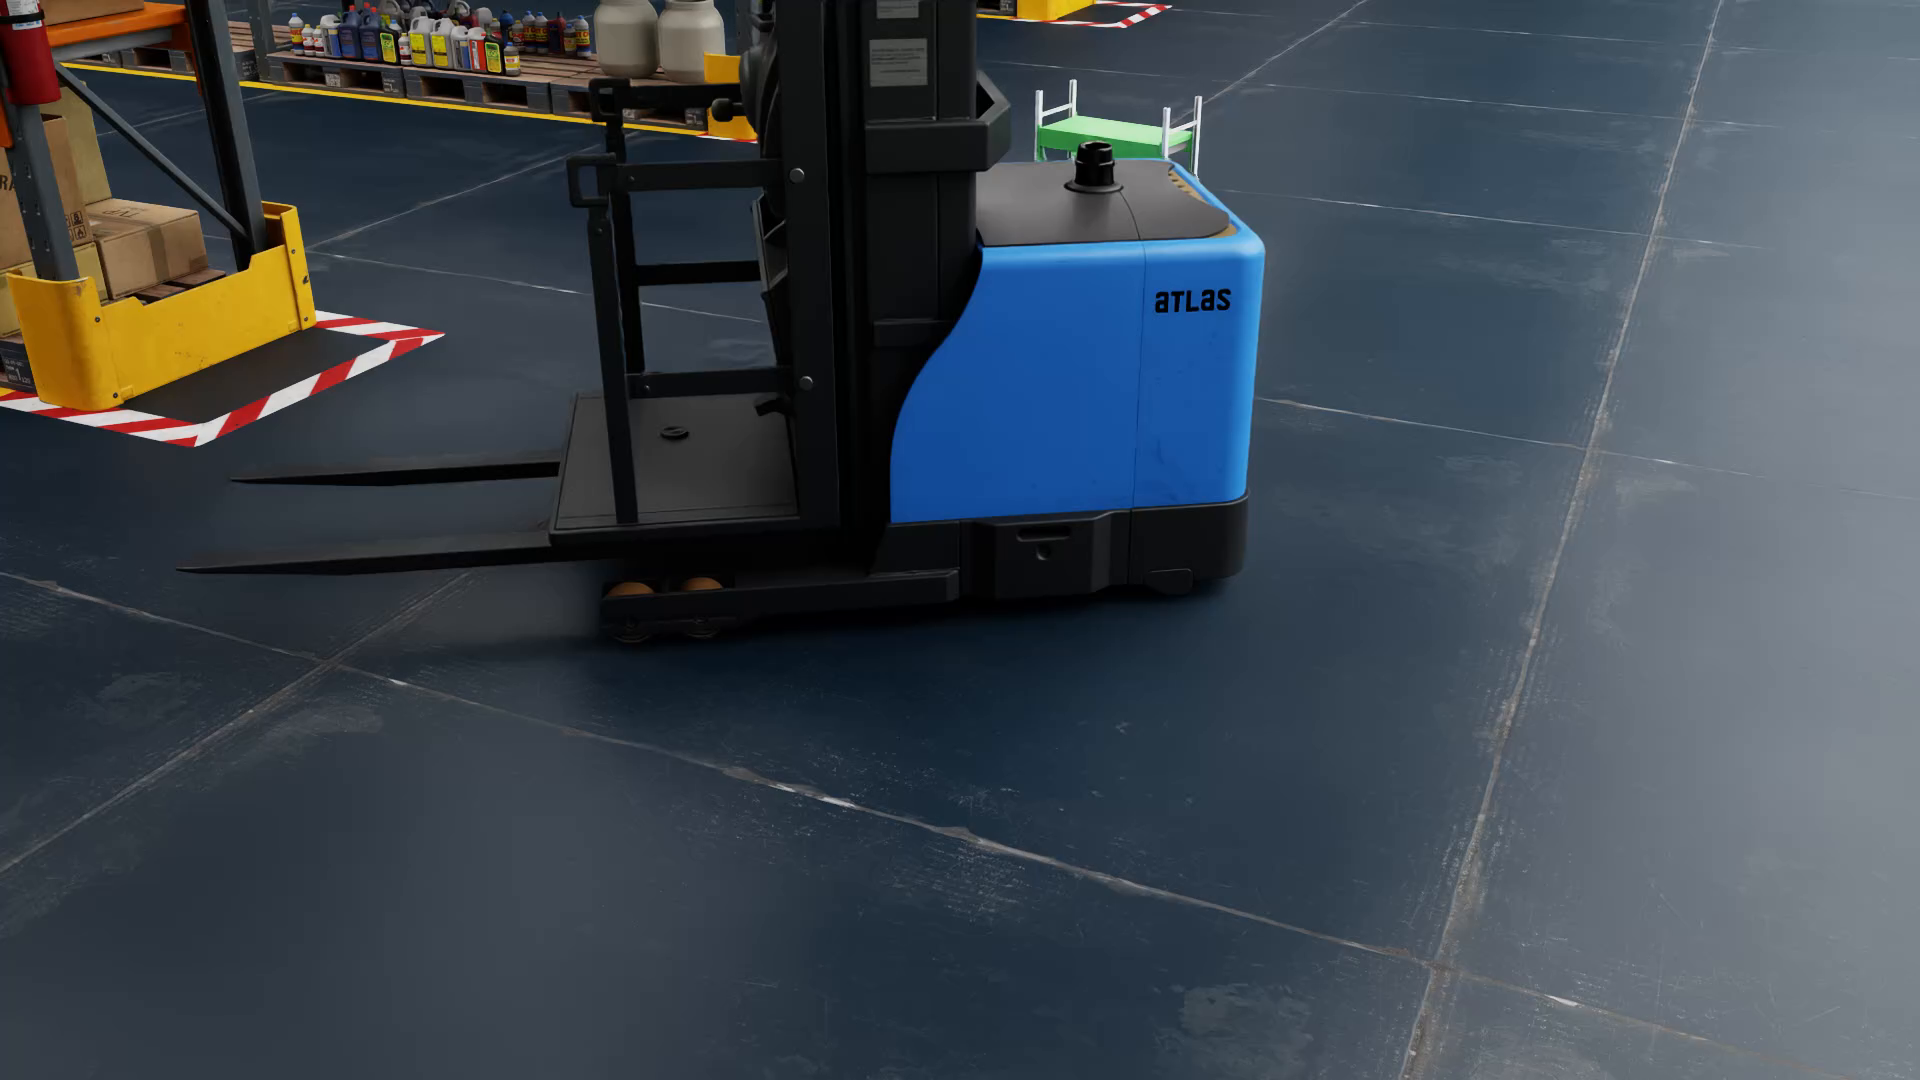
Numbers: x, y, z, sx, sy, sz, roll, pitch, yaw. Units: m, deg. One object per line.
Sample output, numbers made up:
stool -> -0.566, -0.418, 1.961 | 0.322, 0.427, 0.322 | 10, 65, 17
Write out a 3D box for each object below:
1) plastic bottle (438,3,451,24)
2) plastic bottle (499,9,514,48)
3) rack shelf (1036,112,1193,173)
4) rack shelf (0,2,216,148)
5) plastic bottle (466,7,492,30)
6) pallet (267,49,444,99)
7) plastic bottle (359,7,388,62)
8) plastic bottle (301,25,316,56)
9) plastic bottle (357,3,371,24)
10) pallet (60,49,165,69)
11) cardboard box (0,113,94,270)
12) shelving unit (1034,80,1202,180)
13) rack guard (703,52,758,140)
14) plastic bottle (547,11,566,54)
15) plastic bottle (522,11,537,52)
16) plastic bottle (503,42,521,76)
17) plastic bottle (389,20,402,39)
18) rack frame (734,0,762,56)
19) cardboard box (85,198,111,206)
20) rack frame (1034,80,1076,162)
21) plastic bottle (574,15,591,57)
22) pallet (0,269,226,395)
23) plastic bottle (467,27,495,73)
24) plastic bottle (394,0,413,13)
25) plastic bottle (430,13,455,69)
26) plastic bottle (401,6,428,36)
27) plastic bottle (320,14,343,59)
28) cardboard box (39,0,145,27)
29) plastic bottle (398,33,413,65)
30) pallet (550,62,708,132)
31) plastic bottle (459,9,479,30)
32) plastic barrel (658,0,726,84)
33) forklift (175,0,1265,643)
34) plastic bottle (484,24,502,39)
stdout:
plastic bottle -> -3.702, -3.738, 12.023 | 0.133, 0.283, 0.061 | 13, 29, 25
plastic bottle -> -3.216, -3.626, 11.810 | 0.097, 0.271, 0.097 | 0, 26, 0
rack shelf -> 0.530, -1.329, 5.650 | 0.480, 0.148, 0.258 | 17, 31, 31
rack shelf -> -4.981, -2.130, 6.994 | 4.000, 0.370, 1.077 | 11, 28, 22
plastic bottle -> -3.427, -3.657, 11.868 | 0.135, 0.276, 0.152 | 12, 29, 23
pallet -> -4.154, -3.419, 11.955 | 1.213, 0.211, 1.003 | 11, 28, 22
plastic bottle -> -4.013, -3.469, 11.401 | 0.185, 0.351, 0.144 | 10, 28, 20
plastic bottle -> -4.547, -3.498, 11.629 | 0.097, 0.201, 0.097 | 0, 26, 0
plastic bottle -> -4.125, -3.562, 11.589 | 0.185, 0.351, 0.144 | 11, 28, 22
pallet -> -6.593, -3.909, 12.950 | 1.213, 0.211, 1.003 | 11, 28, 22
cardboard box -> -3.772, -1.356, 6.398 | 0.500, 0.500, 0.500 | 11, 28, 22
shelving unit -> 0.530, -0.956, 5.833 | 0.503, 1.200, 0.258 | 17, 31, 31
rack guard -> -1.195, -2.951, 10.679 | 0.348, 0.500, 1.175 | 11, 28, 22
plastic bottle -> -2.827, -3.562, 11.666 | 0.133, 0.283, 0.061 | 12, 29, 23
plastic bottle -> -3.031, -3.589, 11.734 | 0.097, 0.271, 0.097 | 0, 26, 0
plastic bottle -> -2.960, -3.179, 10.982 | 0.097, 0.201, 0.097 | 0, 26, 0
plastic bottle -> -3.864, -3.422, 11.395 | 0.097, 0.271, 0.097 | 0, 26, 0
rack frame -> -1.107, -4.078, 10.137 | 0.127, 3.000, 1.000 | 11, 28, 22
cardboard box -> -4.013, -1.319, 7.171 | 0.500, 0.250, 0.500 | 11, 28, 22
rack frame -> 0.330, -1.018, 5.959 | 0.015, 1.200, 0.240 | 17, 31, 31
plastic bottle -> -2.628, -3.508, 11.570 | 0.097, 0.271, 0.097 | 0, 26, 0
pallet -> -3.874, -0.959, 6.958 | 1.213, 0.211, 1.003 | 11, 28, 22
plastic bottle -> -3.178, -3.270, 11.081 | 0.135, 0.276, 0.152 | 12, 28, 22
plastic bottle -> -4.042, -3.816, 12.106 | 0.185, 0.351, 0.144 | 11, 28, 20
plastic bottle -> -3.457, -3.357, 11.174 | 0.185, 0.351, 0.144 | 13, 29, 24
plastic bottle -> -3.906, -3.683, 11.921 | 0.135, 0.276, 0.152 | 11, 28, 22
plastic bottle -> -4.334, -3.502, 11.552 | 0.135, 0.276, 0.152 | 12, 29, 24
cardboard box -> -3.580, -2.222, 6.254 | 0.500, 0.500, 0.700 | 11, 28, 22
plastic bottle -> -3.765, -3.341, 11.310 | 0.097, 0.201, 0.097 | 0, 26, 0
pallet -> -1.933, -2.972, 11.048 | 1.213, 0.211, 1.003 | 11, 28, 22
plastic bottle -> -3.471, -3.618, 11.779 | 0.133, 0.283, 0.061 | 11, 28, 22
plastic barrel -> -1.737, -3.240, 10.775 | 0.421, 0.512, 0.421 | 0, 26, 0
forklift -> -0.715, -1.277, 4.525 | 3.031, 2.935, 1.130 | -4, 26, -7
plastic bottle -> -3.134, -3.316, 11.167 | 0.133, 0.283, 0.061 | 11, 28, 22
